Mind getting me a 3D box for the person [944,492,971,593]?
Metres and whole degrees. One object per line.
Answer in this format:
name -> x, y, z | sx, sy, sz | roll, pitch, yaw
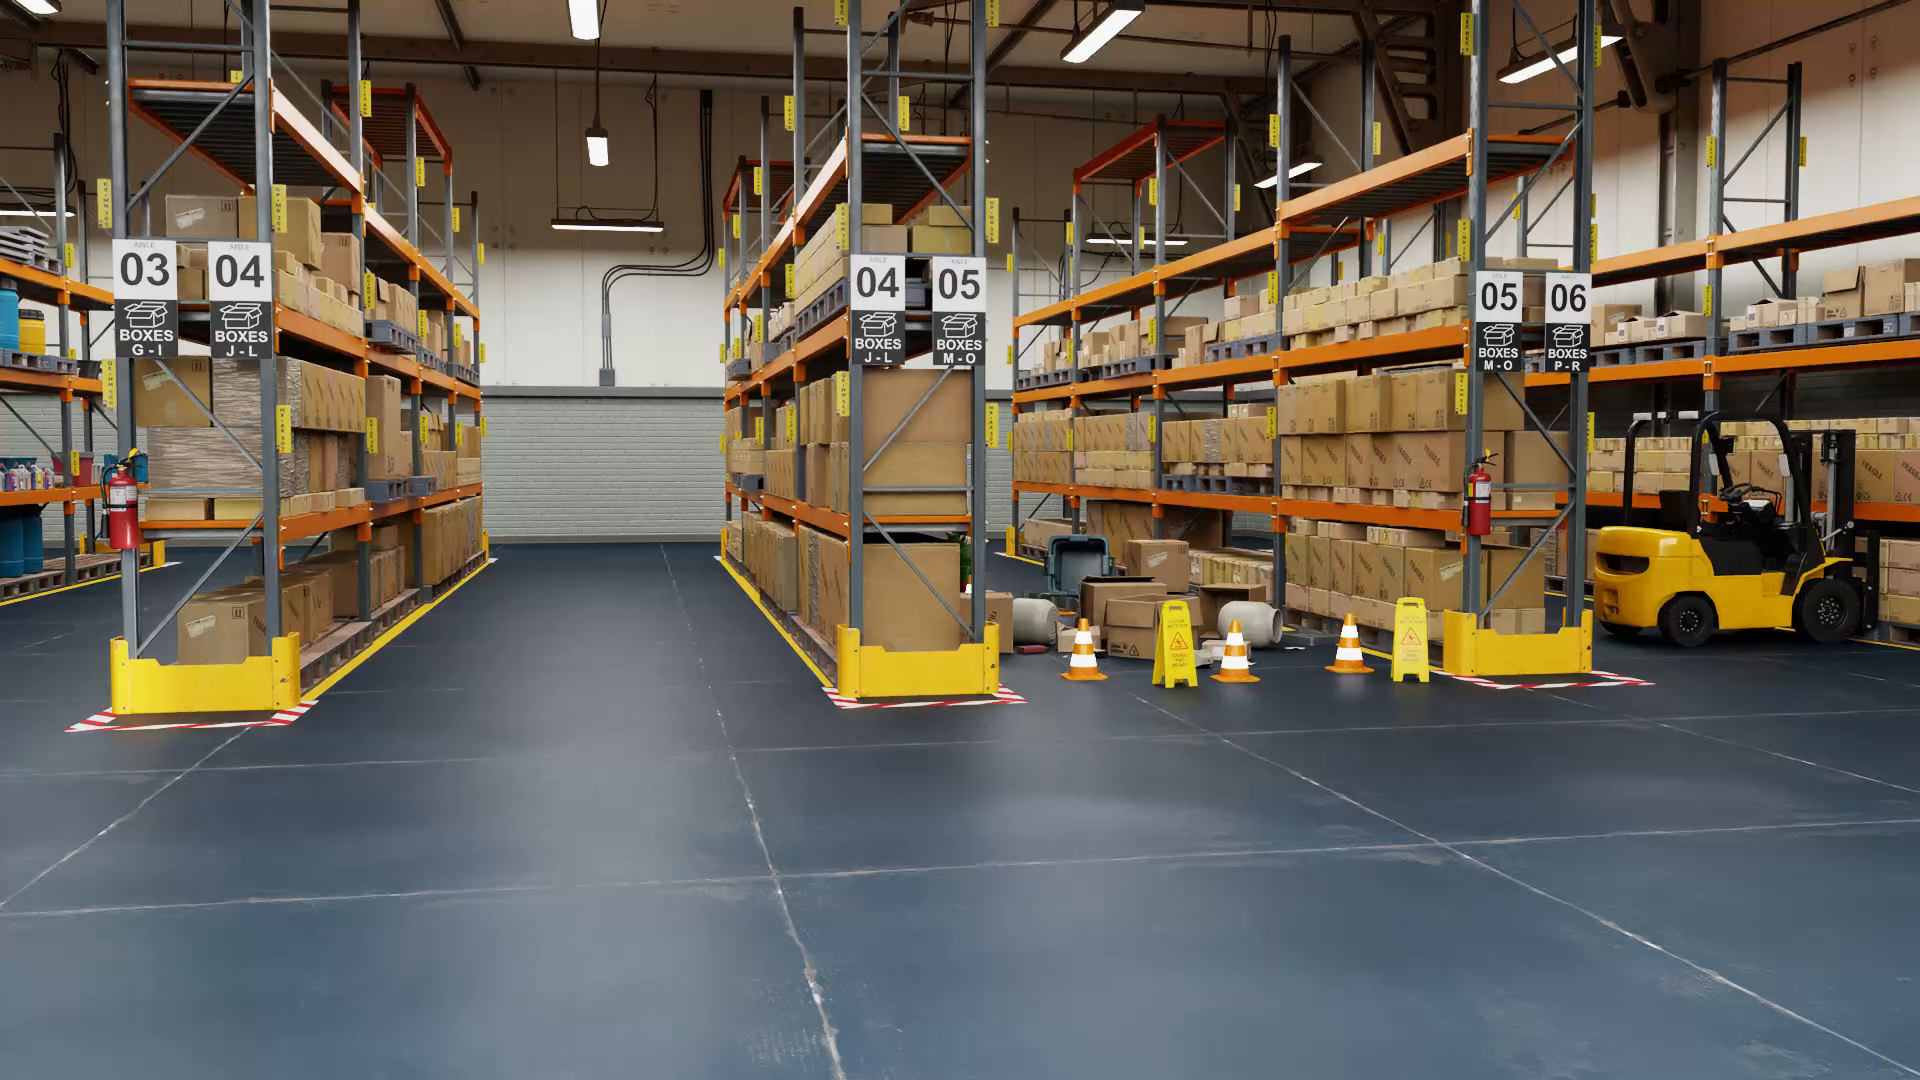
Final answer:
person -> 0.065, -0.084, 18.256 | 0.562, 1.789, 0.638 | -1, 3, -11
